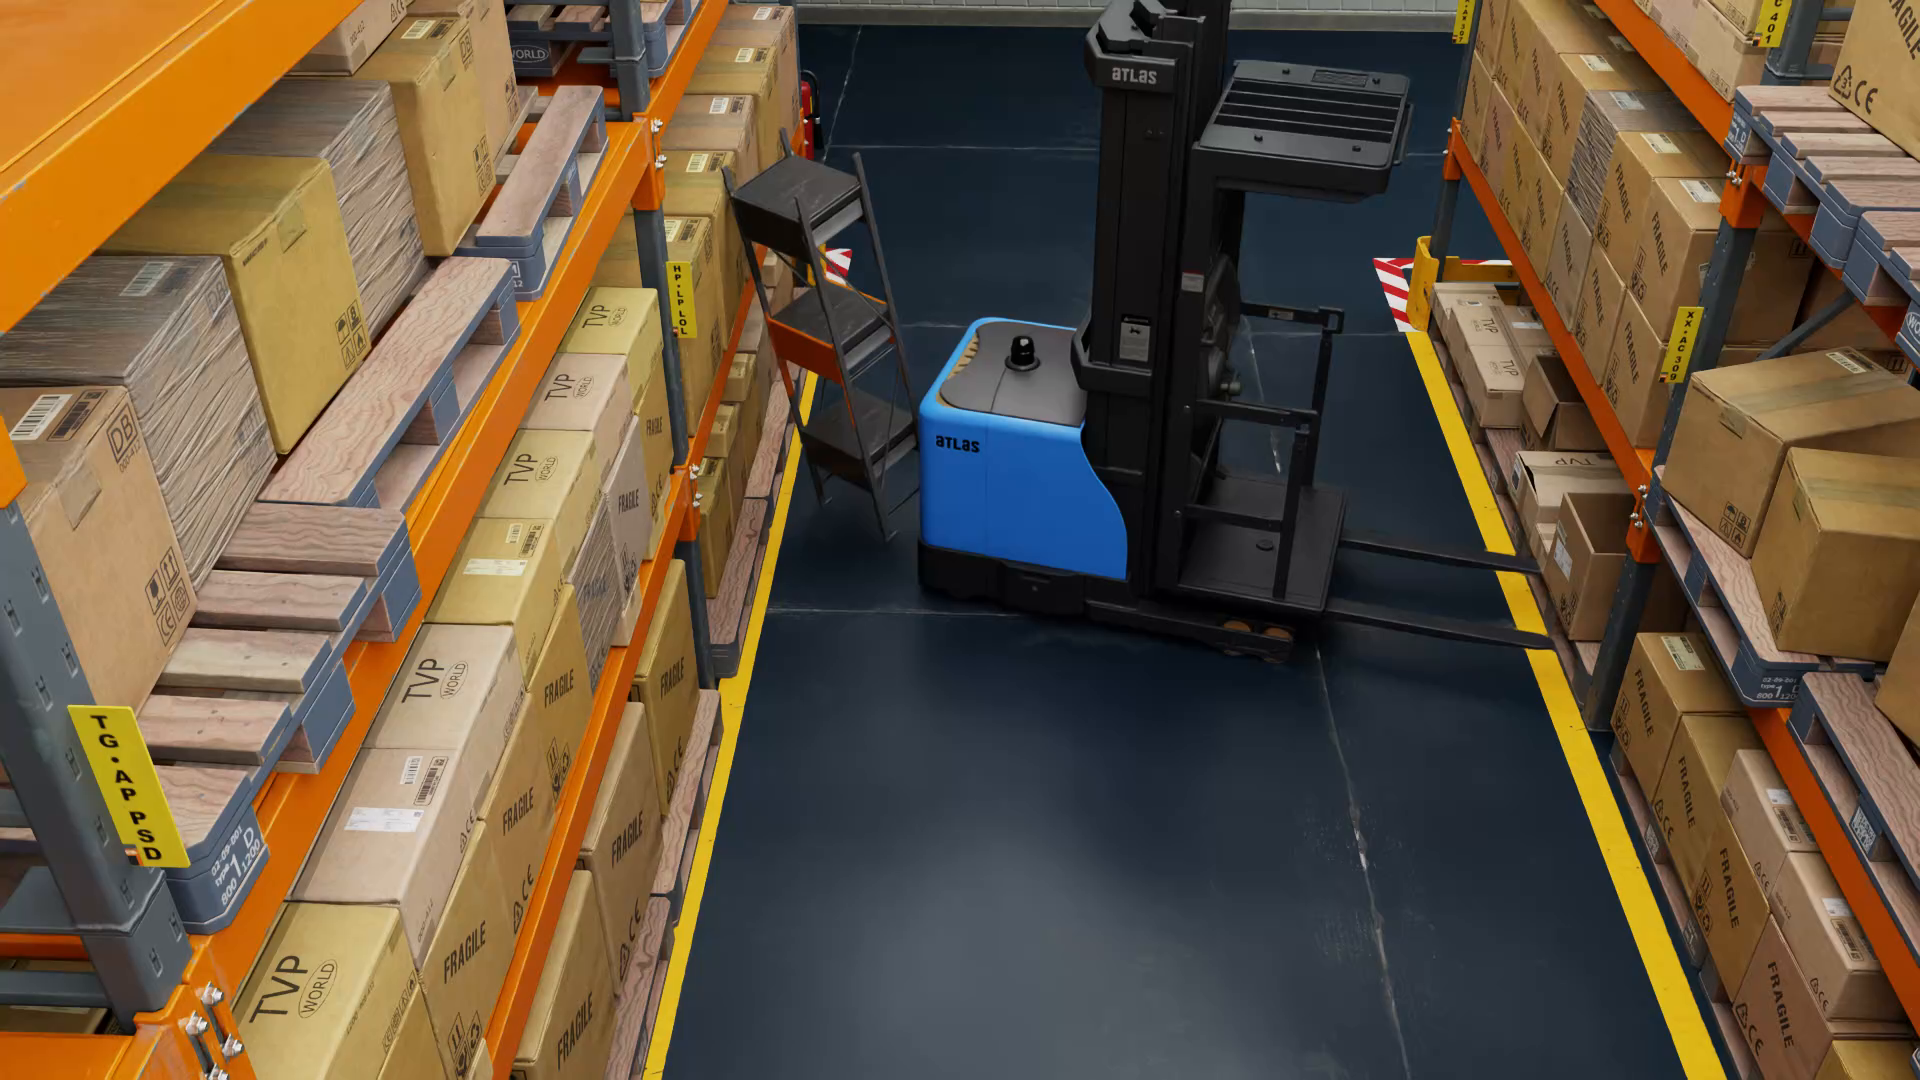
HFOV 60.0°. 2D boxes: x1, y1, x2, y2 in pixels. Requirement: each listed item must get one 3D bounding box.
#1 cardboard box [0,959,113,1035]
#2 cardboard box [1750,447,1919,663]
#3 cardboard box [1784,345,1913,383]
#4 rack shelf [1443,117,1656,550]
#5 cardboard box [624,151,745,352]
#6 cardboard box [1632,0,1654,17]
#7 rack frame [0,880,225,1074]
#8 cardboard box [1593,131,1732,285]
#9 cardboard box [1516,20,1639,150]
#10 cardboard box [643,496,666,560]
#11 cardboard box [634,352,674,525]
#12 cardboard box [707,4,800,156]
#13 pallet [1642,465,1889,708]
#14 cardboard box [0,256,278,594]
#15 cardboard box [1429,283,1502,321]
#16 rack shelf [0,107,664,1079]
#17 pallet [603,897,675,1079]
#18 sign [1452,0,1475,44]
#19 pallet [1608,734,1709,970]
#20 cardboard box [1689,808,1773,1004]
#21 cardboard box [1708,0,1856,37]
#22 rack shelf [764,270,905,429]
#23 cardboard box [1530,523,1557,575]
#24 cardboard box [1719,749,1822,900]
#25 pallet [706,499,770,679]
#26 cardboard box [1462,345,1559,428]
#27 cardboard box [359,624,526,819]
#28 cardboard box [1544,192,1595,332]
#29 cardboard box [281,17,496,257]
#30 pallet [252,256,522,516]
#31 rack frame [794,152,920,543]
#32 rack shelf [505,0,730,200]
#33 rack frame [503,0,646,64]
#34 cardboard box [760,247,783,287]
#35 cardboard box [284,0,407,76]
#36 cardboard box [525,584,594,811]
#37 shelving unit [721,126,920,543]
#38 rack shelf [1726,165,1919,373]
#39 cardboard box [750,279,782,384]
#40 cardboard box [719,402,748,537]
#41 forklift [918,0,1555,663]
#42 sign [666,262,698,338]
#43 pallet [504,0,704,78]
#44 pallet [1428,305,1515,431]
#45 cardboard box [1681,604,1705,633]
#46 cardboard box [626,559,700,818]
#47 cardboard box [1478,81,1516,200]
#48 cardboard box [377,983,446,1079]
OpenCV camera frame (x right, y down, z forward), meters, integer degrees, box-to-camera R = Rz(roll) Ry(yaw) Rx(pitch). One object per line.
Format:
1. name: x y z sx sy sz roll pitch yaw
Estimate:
1. cardboard box: -2.031 1.055 3.571 0.500 0.250 0.500 2 35 3
2. cardboard box: 3.114 0.064 5.544 0.700 0.500 0.500 7 36 9
3. cardboard box: 3.614 -0.714 7.016 0.500 0.500 0.500 2 35 3
4. rack shelf: 3.401 -1.241 8.479 1.077 0.370 4.000 1 35 2
5. cardboard box: -1.556 -1.352 7.750 0.980 0.700 0.700 0 35 1
6. cardboard box: 3.117 -2.413 7.042 0.500 0.250 0.500 1 35 2
7. rack frame: -1.790 1.799 3.527 1.000 3.000 0.127 1 35 2
8. cardboard box: 3.100 -1.428 7.162 0.500 0.500 0.500 1 35 1
9. cardboard box: 3.162 -2.298 8.400 0.500 0.500 0.500 2 35 3
10. cardboard box: -1.346 -0.058 6.371 0.380 0.149 0.250 2 35 3
11. cardboard box: -1.396 -0.399 6.291 0.500 0.500 0.500 1 35 1
12. cardboard box: -1.479 -2.627 9.563 0.980 0.700 0.700 3 35 4
13. pallet: 3.180 0.148 6.043 1.003 0.211 1.213 1 35 2
14. cardboard box: -1.859 -0.235 3.342 0.700 0.500 0.500 0 35 -1
15. cardboard box: 3.121 -1.466 10.269 0.380 0.149 0.250 1 35 2
16. rack shelf: -1.709 -0.283 4.506 1.077 0.370 4.000 1 35 2
17. pallet: -1.631 1.790 5.966 1.003 0.211 1.213 1 35 2
18. sign: 2.939 -3.051 9.676 0.100 0.325 0.005 1 35 2
19. pallet: 3.326 1.222 6.773 1.003 0.211 1.213 1 35 2
20. cardboard box: 3.020 1.322 5.997 0.500 0.500 0.500 2 35 2
21. cardboard box: 3.069 -2.043 6.081 0.500 0.250 0.500 1 35 2
22. rack shelf: -0.596 -0.939 8.177 0.480 0.518 0.431 27 56 34
23. cardboard box: 3.015 0.049 8.114 0.380 0.149 0.250 1 35 2
24. cardboard box: 3.018 0.996 5.809 0.500 0.250 0.500 1 35 2
25. pallet: -1.520 0.207 8.218 1.003 0.211 1.213 1 35 2
26. cardboard box: 3.136 -0.859 9.319 0.500 0.250 0.500 1 35 2
27. cardboard box: -1.477 0.471 4.402 0.500 0.250 0.500 2 35 2
28. cardboard box: 3.122 -1.312 7.867 0.500 0.500 0.500 2 35 3
29. cardboard box: -1.732 -1.123 4.606 0.700 0.500 0.500 1 35 1
30. pallet: -1.775 -0.365 4.161 1.003 0.211 1.213 3 35 4
31. rack frame: -0.419 -0.857 8.030 0.015 2.100 0.400 27 56 34
32. rack shelf: -1.549 -2.581 7.776 1.077 0.370 4.000 1 35 2
33. rack frame: -1.629 -2.953 5.072 1.000 3.000 0.127 1 35 2
34. cardboard box: -1.229 -1.582 9.583 0.380 0.149 0.250 2 35 3
35. cardboard box: -1.803 -1.434 4.397 0.500 0.250 0.500 0 35 0
36. cardboard box: -1.450 0.470 5.055 0.500 0.500 0.500 2 35 3
37. shelving unit: -0.598 -0.949 8.168 0.503 2.100 0.431 27 56 34
38. rack shelf: 3.241 -0.171 4.347 1.077 0.370 4.000 1 35 2
39. cardboard box: -1.417 -1.254 9.680 0.700 0.500 0.500 1 35 2
40. cardboard box: -1.473 -0.364 8.414 0.700 0.500 0.500 1 35 1
41. forklift: 1.367 -0.959 7.511 3.031 2.935 1.130 10 36 14
42. sign: -1.086 -0.933 6.477 0.100 0.325 0.005 1 35 2
43. pallet: -1.586 -2.160 6.628 1.003 0.211 1.213 1 35 2
44. pallet: 3.447 -1.042 9.995 1.003 0.211 1.213 1 35 2
45. cardboard box: 3.554 0.297 7.620 0.500 0.311 0.500 1 35 2
46. cardboard box: -1.525 0.585 6.759 0.750 0.750 0.750 2 35 2
47. cardboard box: 3.185 -2.180 9.102 0.500 0.500 0.500 1 35 1
48. cardboard box: -1.514 1.355 3.796 0.500 0.500 0.500 2 35 3
